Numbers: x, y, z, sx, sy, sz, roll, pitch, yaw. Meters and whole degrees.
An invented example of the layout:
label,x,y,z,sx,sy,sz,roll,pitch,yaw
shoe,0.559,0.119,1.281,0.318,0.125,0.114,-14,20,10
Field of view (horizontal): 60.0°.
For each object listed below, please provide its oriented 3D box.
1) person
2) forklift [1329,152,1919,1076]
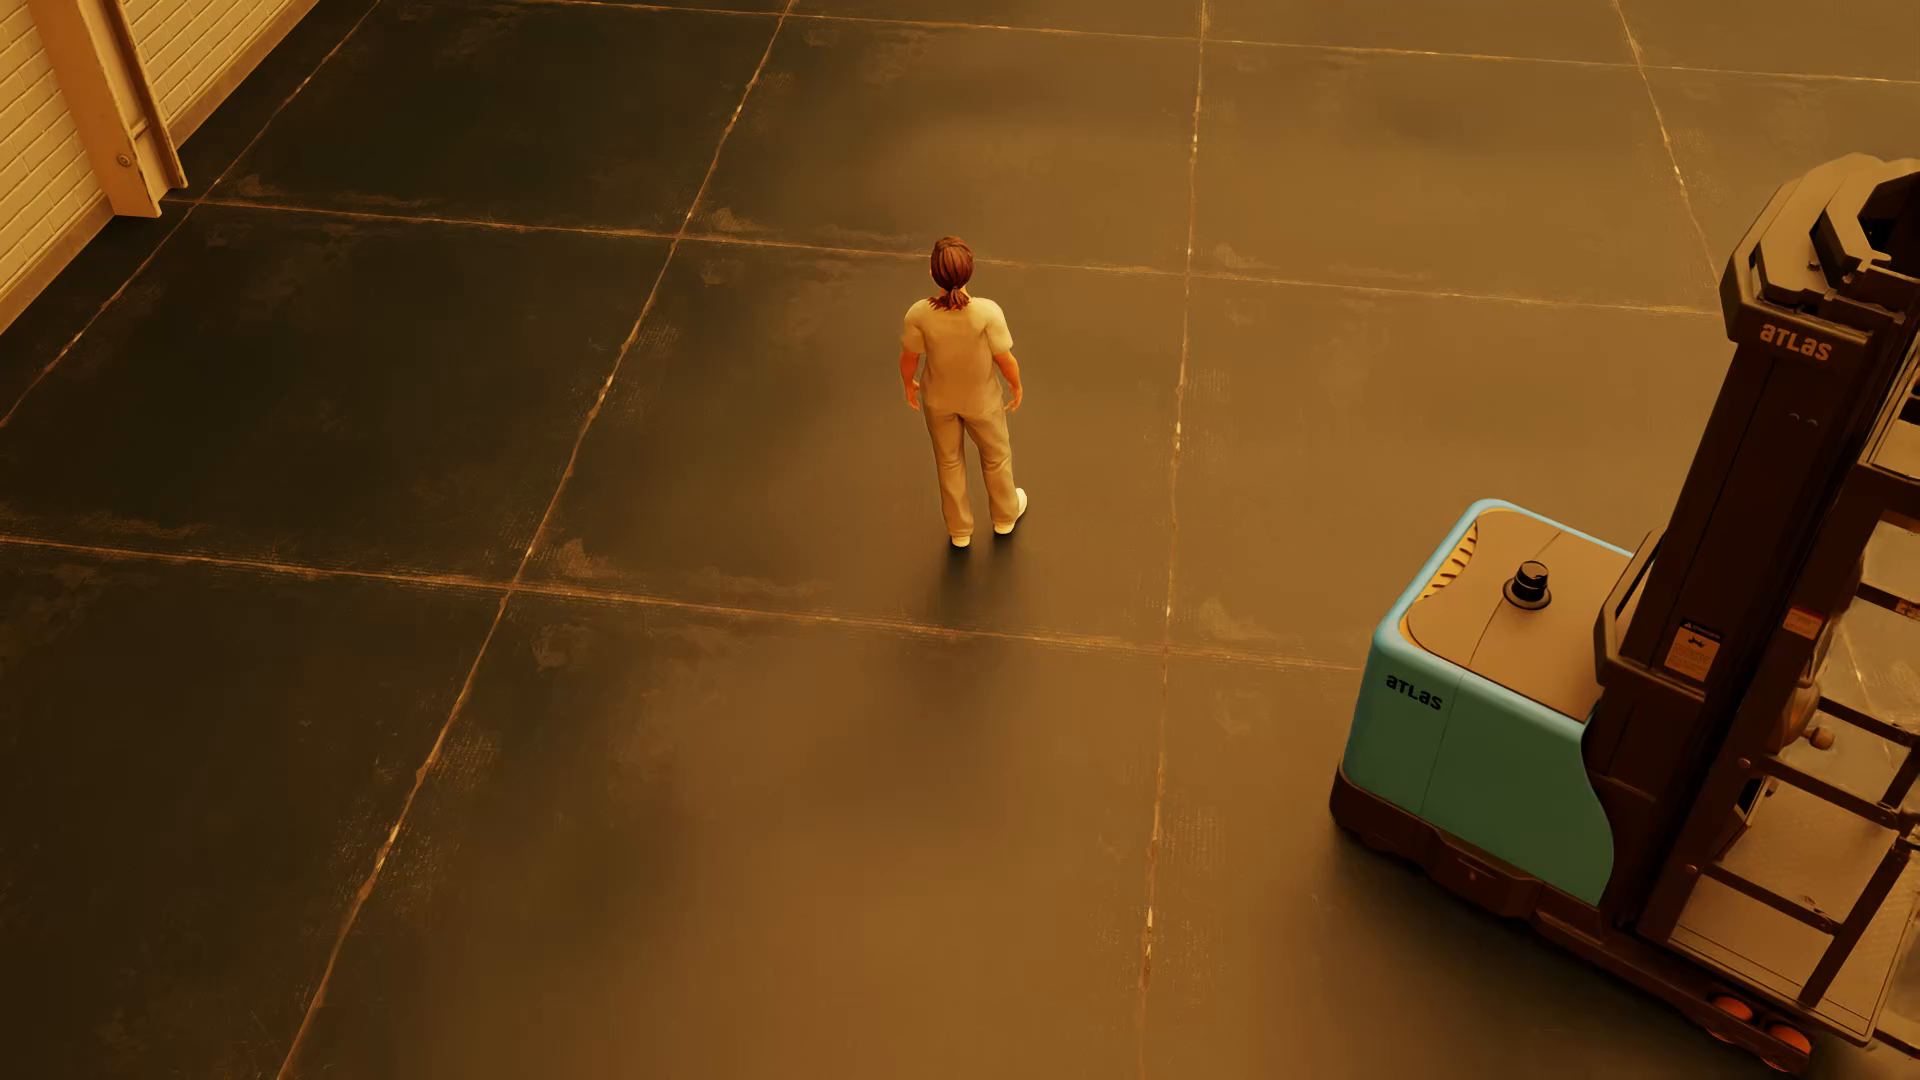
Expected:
label,x,y,z,sx,sy,sz,roll,pitch,yaw
person,0.024,-0.671,7.372,0.549,1.673,0.548,5,43,6
forklift,2.960,0.377,5.314,3.031,2.935,1.130,26,49,26
